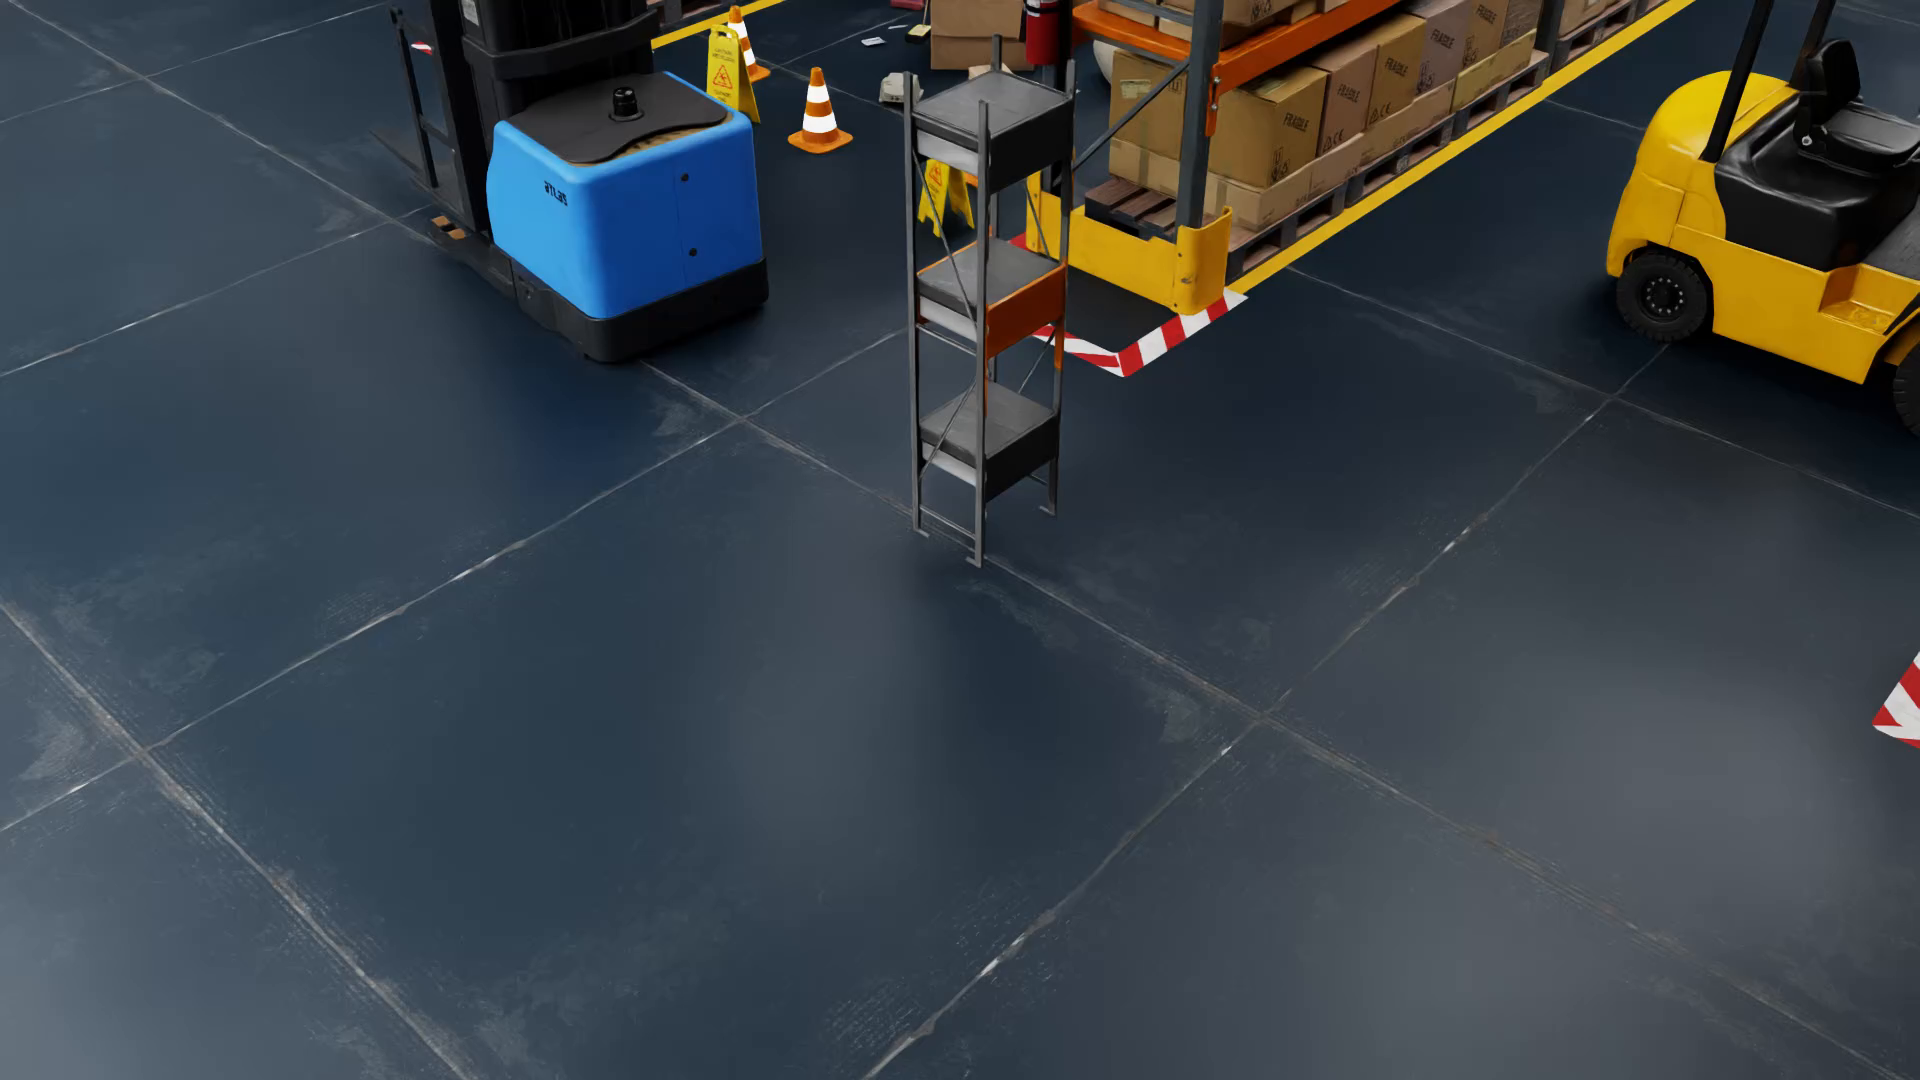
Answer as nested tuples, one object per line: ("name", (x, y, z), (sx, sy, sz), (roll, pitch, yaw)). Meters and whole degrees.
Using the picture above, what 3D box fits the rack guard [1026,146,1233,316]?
("rack guard", (0.889, -1.681, 8.963), (1.175, 0.500, 0.348), (30, 47, 32))

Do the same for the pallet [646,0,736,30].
("pallet", (-2.403, -3.966, 12.068), (1.003, 0.211, 1.213), (30, 47, 32))

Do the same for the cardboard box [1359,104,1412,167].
("cardboard box", (2.295, -2.455, 9.799), (0.500, 0.250, 0.500), (-31, 48, -33))

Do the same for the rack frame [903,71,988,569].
("rack frame", (-0.053, -0.786, 6.551), (0.400, 2.100, 0.015), (30, 47, 32))

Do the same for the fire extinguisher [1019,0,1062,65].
("fire extinguisher", (0.420, -2.735, 8.342), (0.296, 0.674, 0.183), (30, 47, 32))

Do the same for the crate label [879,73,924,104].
("crate label", (-0.389, -2.941, 10.838), (0.250, 0.136, 0.298), (8, 39, 10))

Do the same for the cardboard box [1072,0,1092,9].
("cardboard box", (0.779, -4.004, 11.772), (0.797, 0.637, 0.503), (30, 47, 32))

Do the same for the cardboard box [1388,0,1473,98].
("cardboard box", (2.650, -2.990, 9.870), (0.500, 0.500, 0.500), (-31, 48, -33))

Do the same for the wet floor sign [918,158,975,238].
("wet floor sign", (-0.080, -2.065, 9.329), (0.232, 0.644, 0.267), (-18, 42, -21))

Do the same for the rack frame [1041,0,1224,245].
("rack frame", (0.838, -2.625, 8.141), (1.000, 3.000, 0.127), (30, 47, 32))

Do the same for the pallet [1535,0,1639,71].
("pallet", (4.060, -3.729, 11.770), (1.003, 0.211, 1.213), (30, 47, 32))

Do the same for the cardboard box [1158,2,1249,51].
("cardboard box", (1.220, -2.596, 8.306), (0.380, 0.149, 0.250), (30, 47, 32))

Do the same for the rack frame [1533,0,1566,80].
("rack frame", (3.536, -4.462, 10.452), (1.000, 3.000, 0.127), (30, 47, 32))

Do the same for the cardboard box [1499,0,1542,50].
("cardboard box", (3.335, -3.460, 10.460), (0.500, 0.500, 0.500), (29, 47, 31))

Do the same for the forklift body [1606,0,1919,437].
("forklift body", (4.437, -1.847, 7.845), (2.313, 2.155, 1.214), (30, 47, 32))

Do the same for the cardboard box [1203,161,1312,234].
("cardboard box", (1.586, -1.967, 9.186), (0.500, 0.250, 0.500), (29, 47, 32))

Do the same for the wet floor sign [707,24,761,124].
("wet floor sign", (-1.442, -2.891, 10.367), (0.267, 0.644, 0.232), (22, 43, 25))

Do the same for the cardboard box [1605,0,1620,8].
("cardboard box", (4.371, -4.172, 11.861), (0.625, 0.372, 0.950), (-31, 48, -33))

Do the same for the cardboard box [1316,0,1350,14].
("cardboard box", (1.823, -2.903, 8.692), (0.380, 0.149, 0.250), (30, 48, 32))

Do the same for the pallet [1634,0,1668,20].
("pallet", (4.883, -4.292, 12.479), (1.003, 0.211, 1.213), (30, 47, 32))

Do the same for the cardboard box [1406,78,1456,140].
("cardboard box", (2.637, -2.686, 10.089), (0.500, 0.250, 0.500), (30, 48, 32))

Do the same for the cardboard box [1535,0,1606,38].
("cardboard box", (3.888, -3.840, 11.443), (0.950, 0.372, 0.625), (30, 47, 32))

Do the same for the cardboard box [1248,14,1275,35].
("cardboard box", (1.379, -2.718, 8.459), (0.380, 0.149, 0.250), (30, 48, 32))

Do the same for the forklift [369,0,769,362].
("forklift", (-2.336, -2.877, 8.513), (1.130, 2.935, 3.031), (-28, 46, -30))

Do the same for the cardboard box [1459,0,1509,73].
("cardboard box", (2.993, -3.225, 10.165), (0.500, 0.500, 0.500), (31, 48, 33))

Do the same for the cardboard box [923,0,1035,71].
("cardboard box", (0.154, -3.518, 11.270), (0.797, 0.503, 0.637), (2, 39, 2))

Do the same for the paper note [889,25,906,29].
("paper note", (-0.446, -3.652, 11.835), (0.123, 0.001, 0.032), (-11, 40, -14))

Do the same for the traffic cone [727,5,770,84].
("traffic cone", (-1.478, -3.312, 11.043), (0.336, 0.463, 0.334), (30, 47, 32))

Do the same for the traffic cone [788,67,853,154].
("traffic cone", (-0.873, -2.681, 10.250), (0.336, 0.463, 0.334), (30, 47, 32))

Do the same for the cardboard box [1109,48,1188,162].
("cardboard box", (1.186, -2.484, 9.233), (0.500, 0.500, 0.500), (30, 47, 32))

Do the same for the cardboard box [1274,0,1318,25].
("cardboard box", (1.618, -2.805, 8.570), (0.380, 0.149, 0.250), (28, 46, 31))

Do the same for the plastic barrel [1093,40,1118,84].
("plastic barrel", (1.114, -3.201, 10.936), (0.421, 0.421, 0.512), (-5, 39, -6))

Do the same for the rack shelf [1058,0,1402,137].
("rack shelf", (2.187, -3.262, 9.520), (1.077, 0.370, 4.000), (30, 47, 32))

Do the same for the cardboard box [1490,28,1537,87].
("cardboard box", (3.336, -3.166, 10.693), (0.500, 0.250, 0.500), (-32, 48, -34))

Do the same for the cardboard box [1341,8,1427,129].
("cardboard box", (2.296, -2.741, 9.556), (0.500, 0.500, 0.500), (31, 48, 33))

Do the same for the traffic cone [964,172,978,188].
("traffic cone", (0.176, -2.371, 9.860), (0.336, 0.463, 0.334), (30, 47, 32))

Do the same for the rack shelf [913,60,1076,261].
("rack shelf", (0.112, -1.435, 6.265), (0.431, 0.518, 0.480), (30, 47, 32))

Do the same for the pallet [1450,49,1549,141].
("pallet", (3.109, -3.048, 10.913), (1.003, 0.211, 1.213), (30, 47, 32))

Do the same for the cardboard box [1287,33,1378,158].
("cardboard box", (1.951, -2.514, 9.271), (0.500, 0.500, 0.500), (28, 46, 30))

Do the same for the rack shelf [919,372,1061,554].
("rack shelf", (0.112, -0.339, 7.136), (0.431, 0.518, 0.480), (30, 47, 32))

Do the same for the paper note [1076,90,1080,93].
("paper note", (0.744, -2.941, 10.941), (0.032, 0.001, 0.123), (30, 47, 32))

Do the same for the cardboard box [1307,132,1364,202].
("cardboard box", (1.936, -2.199, 9.477), (0.500, 0.250, 0.500), (31, 48, 33))

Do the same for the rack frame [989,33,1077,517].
("rack frame", (0.276, -1.010, 6.833), (0.400, 2.100, 0.015), (30, 47, 32))

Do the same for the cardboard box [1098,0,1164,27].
("cardboard box", (0.932, -2.788, 8.548), (0.380, 0.149, 0.250), (31, 48, 33))

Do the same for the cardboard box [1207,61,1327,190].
("cardboard box", (1.602, -2.272, 8.967), (0.500, 0.500, 0.500), (28, 46, 31))

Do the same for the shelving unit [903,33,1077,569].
("shelving unit", (0.112, -0.898, 6.692), (0.431, 2.100, 0.503), (30, 47, 32))

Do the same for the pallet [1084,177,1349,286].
("pallet", (1.463, -1.927, 9.503), (1.003, 0.211, 1.213), (30, 47, 32))

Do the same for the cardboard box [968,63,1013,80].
("cardboard box", (0.230, -2.959, 10.852), (0.250, 0.149, 0.380), (-11, 40, -14))

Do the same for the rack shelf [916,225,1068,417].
("rack shelf", (0.112, -0.887, 6.701), (0.431, 0.518, 0.480), (30, 47, 32))

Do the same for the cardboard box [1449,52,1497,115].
("cardboard box", (2.984, -2.917, 10.381), (0.500, 0.250, 0.500), (28, 46, 31))

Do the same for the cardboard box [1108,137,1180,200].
("cardboard box", (1.201, -2.208, 9.489), (0.500, 0.250, 0.500), (29, 47, 32))

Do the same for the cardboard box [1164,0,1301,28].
("cardboard box", (1.362, -2.882, 8.144), (0.500, 0.500, 0.500), (29, 47, 31))

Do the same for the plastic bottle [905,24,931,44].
("plastic bottle", (-0.273, -3.568, 11.688), (0.133, 0.061, 0.283), (14, 41, 17))

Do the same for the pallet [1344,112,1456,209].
("pallet", (2.286, -2.485, 10.205), (1.003, 0.211, 1.213), (30, 47, 32))

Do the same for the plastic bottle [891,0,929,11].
("plastic bottle", (-0.350, -3.920, 12.130), (0.283, 0.061, 0.133), (14, 41, 17))

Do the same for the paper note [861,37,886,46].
("paper note", (-0.601, -3.482, 11.606), (0.142, 0.017, 0.144), (-18, 42, -21))
